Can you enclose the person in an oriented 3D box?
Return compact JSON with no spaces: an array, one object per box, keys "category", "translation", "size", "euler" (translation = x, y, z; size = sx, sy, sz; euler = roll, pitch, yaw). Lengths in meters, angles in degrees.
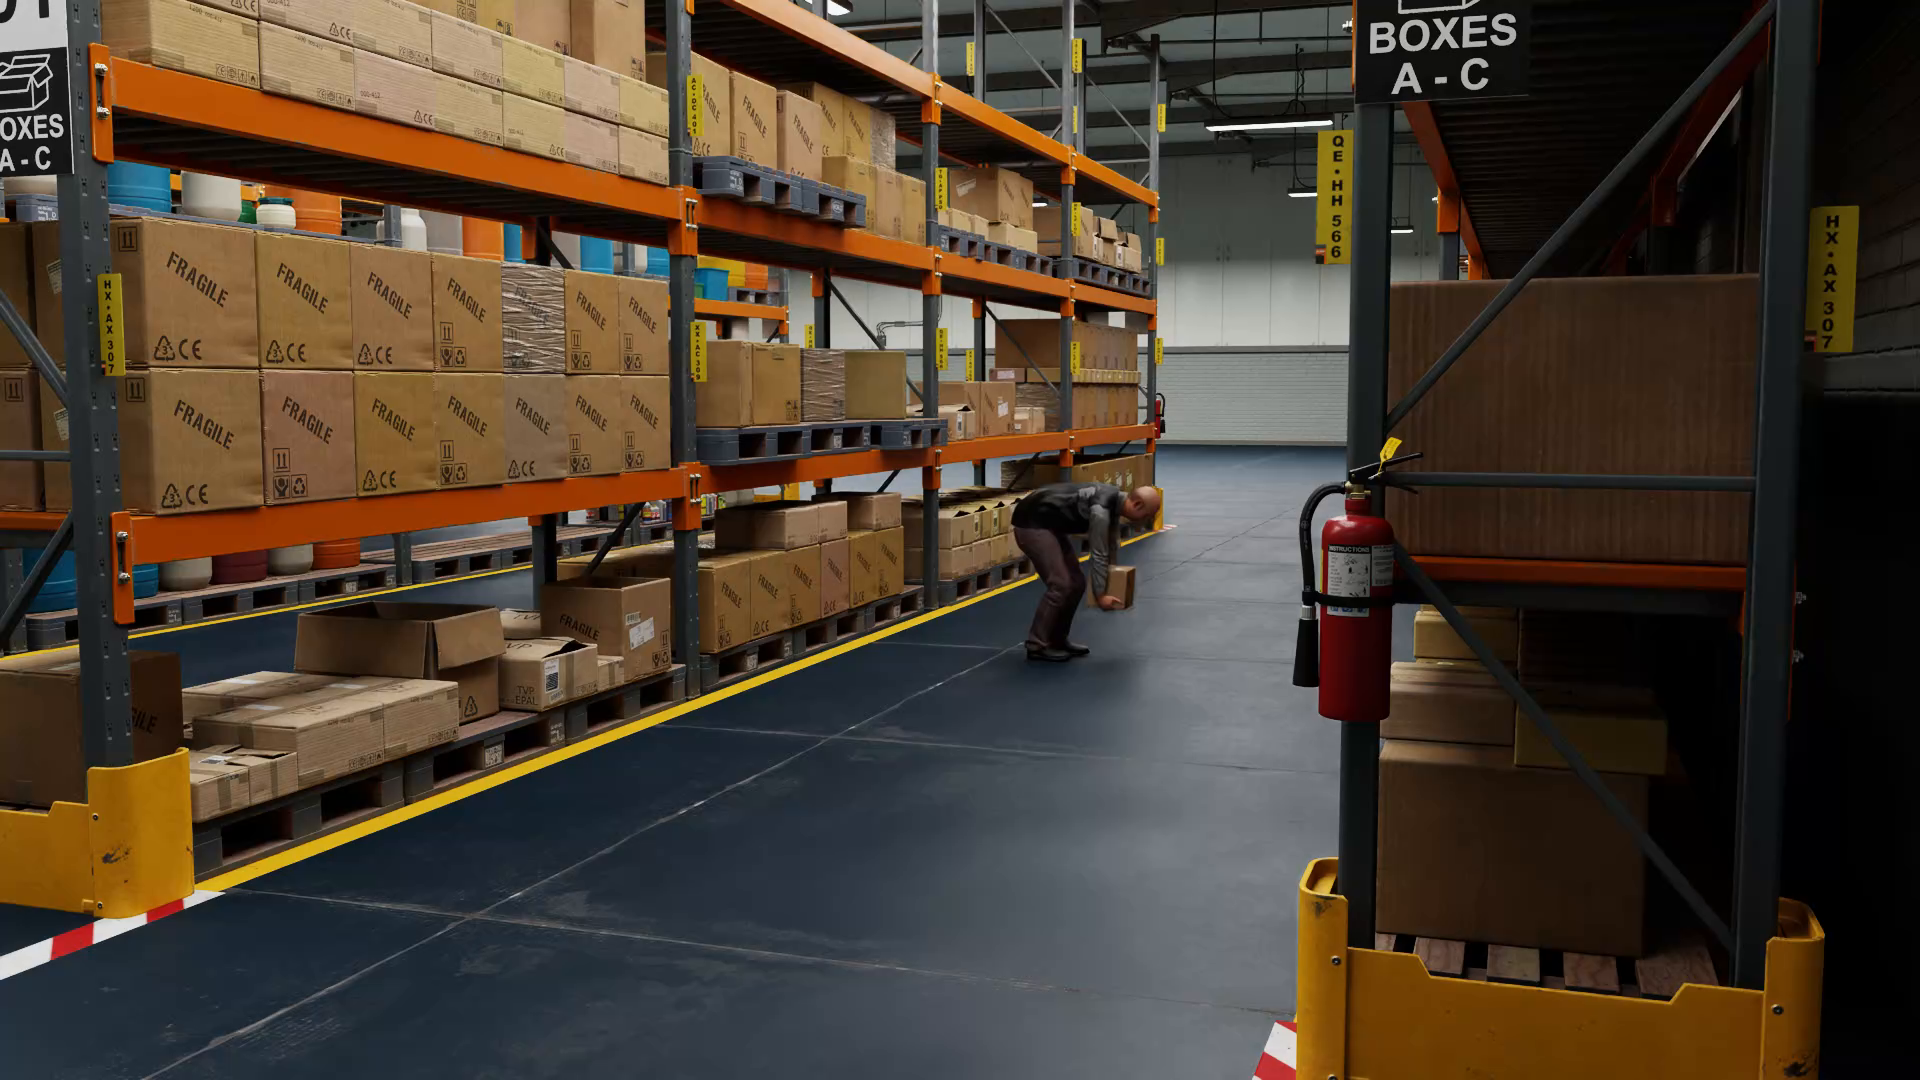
[{"category":"person","translation":[0.810,0.196,10.680],"size":[0.955,1.145,0.465],"euler":[2,5,17]}]
